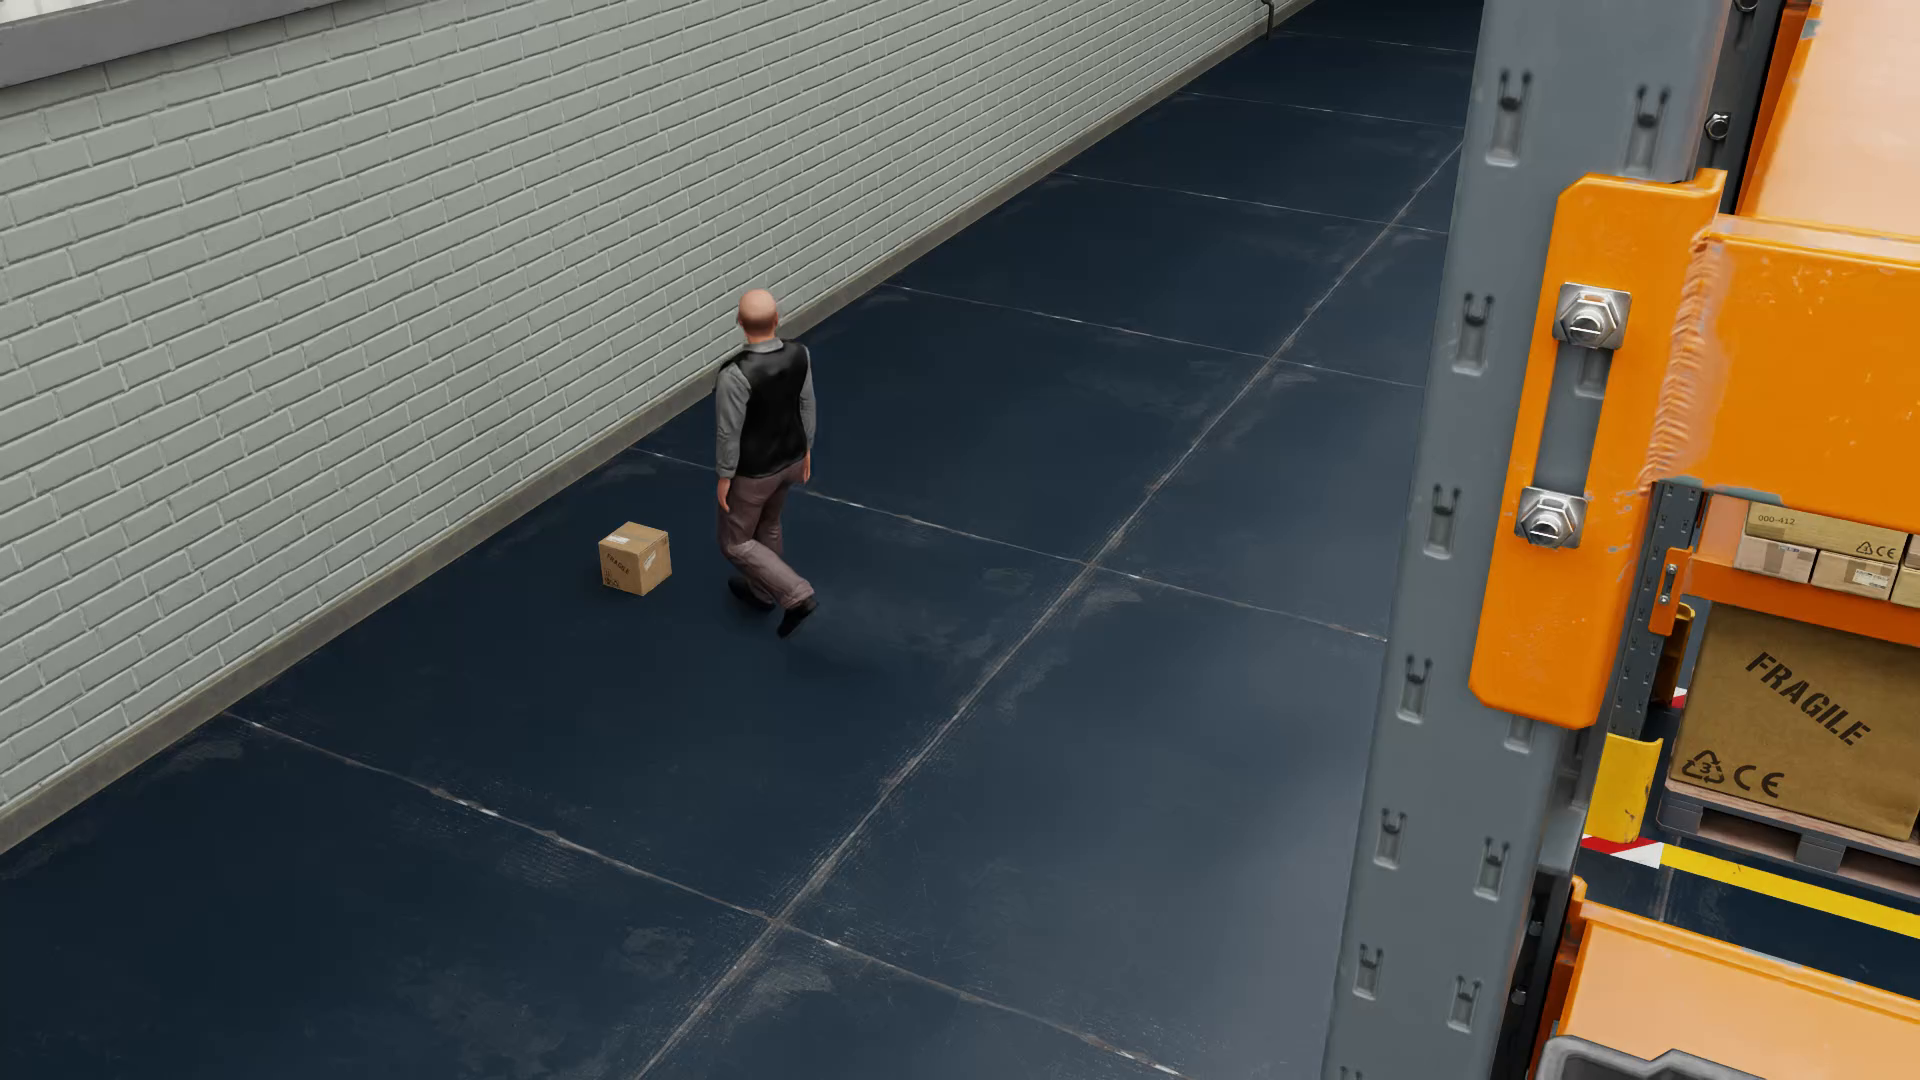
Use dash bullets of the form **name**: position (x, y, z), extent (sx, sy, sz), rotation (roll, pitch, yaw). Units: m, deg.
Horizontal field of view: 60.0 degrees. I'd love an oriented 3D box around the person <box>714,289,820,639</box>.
- **person**: position (-0.910, -0.343, 7.738), extent (0.750, 1.713, 0.551), rotation (22, 36, 33)
